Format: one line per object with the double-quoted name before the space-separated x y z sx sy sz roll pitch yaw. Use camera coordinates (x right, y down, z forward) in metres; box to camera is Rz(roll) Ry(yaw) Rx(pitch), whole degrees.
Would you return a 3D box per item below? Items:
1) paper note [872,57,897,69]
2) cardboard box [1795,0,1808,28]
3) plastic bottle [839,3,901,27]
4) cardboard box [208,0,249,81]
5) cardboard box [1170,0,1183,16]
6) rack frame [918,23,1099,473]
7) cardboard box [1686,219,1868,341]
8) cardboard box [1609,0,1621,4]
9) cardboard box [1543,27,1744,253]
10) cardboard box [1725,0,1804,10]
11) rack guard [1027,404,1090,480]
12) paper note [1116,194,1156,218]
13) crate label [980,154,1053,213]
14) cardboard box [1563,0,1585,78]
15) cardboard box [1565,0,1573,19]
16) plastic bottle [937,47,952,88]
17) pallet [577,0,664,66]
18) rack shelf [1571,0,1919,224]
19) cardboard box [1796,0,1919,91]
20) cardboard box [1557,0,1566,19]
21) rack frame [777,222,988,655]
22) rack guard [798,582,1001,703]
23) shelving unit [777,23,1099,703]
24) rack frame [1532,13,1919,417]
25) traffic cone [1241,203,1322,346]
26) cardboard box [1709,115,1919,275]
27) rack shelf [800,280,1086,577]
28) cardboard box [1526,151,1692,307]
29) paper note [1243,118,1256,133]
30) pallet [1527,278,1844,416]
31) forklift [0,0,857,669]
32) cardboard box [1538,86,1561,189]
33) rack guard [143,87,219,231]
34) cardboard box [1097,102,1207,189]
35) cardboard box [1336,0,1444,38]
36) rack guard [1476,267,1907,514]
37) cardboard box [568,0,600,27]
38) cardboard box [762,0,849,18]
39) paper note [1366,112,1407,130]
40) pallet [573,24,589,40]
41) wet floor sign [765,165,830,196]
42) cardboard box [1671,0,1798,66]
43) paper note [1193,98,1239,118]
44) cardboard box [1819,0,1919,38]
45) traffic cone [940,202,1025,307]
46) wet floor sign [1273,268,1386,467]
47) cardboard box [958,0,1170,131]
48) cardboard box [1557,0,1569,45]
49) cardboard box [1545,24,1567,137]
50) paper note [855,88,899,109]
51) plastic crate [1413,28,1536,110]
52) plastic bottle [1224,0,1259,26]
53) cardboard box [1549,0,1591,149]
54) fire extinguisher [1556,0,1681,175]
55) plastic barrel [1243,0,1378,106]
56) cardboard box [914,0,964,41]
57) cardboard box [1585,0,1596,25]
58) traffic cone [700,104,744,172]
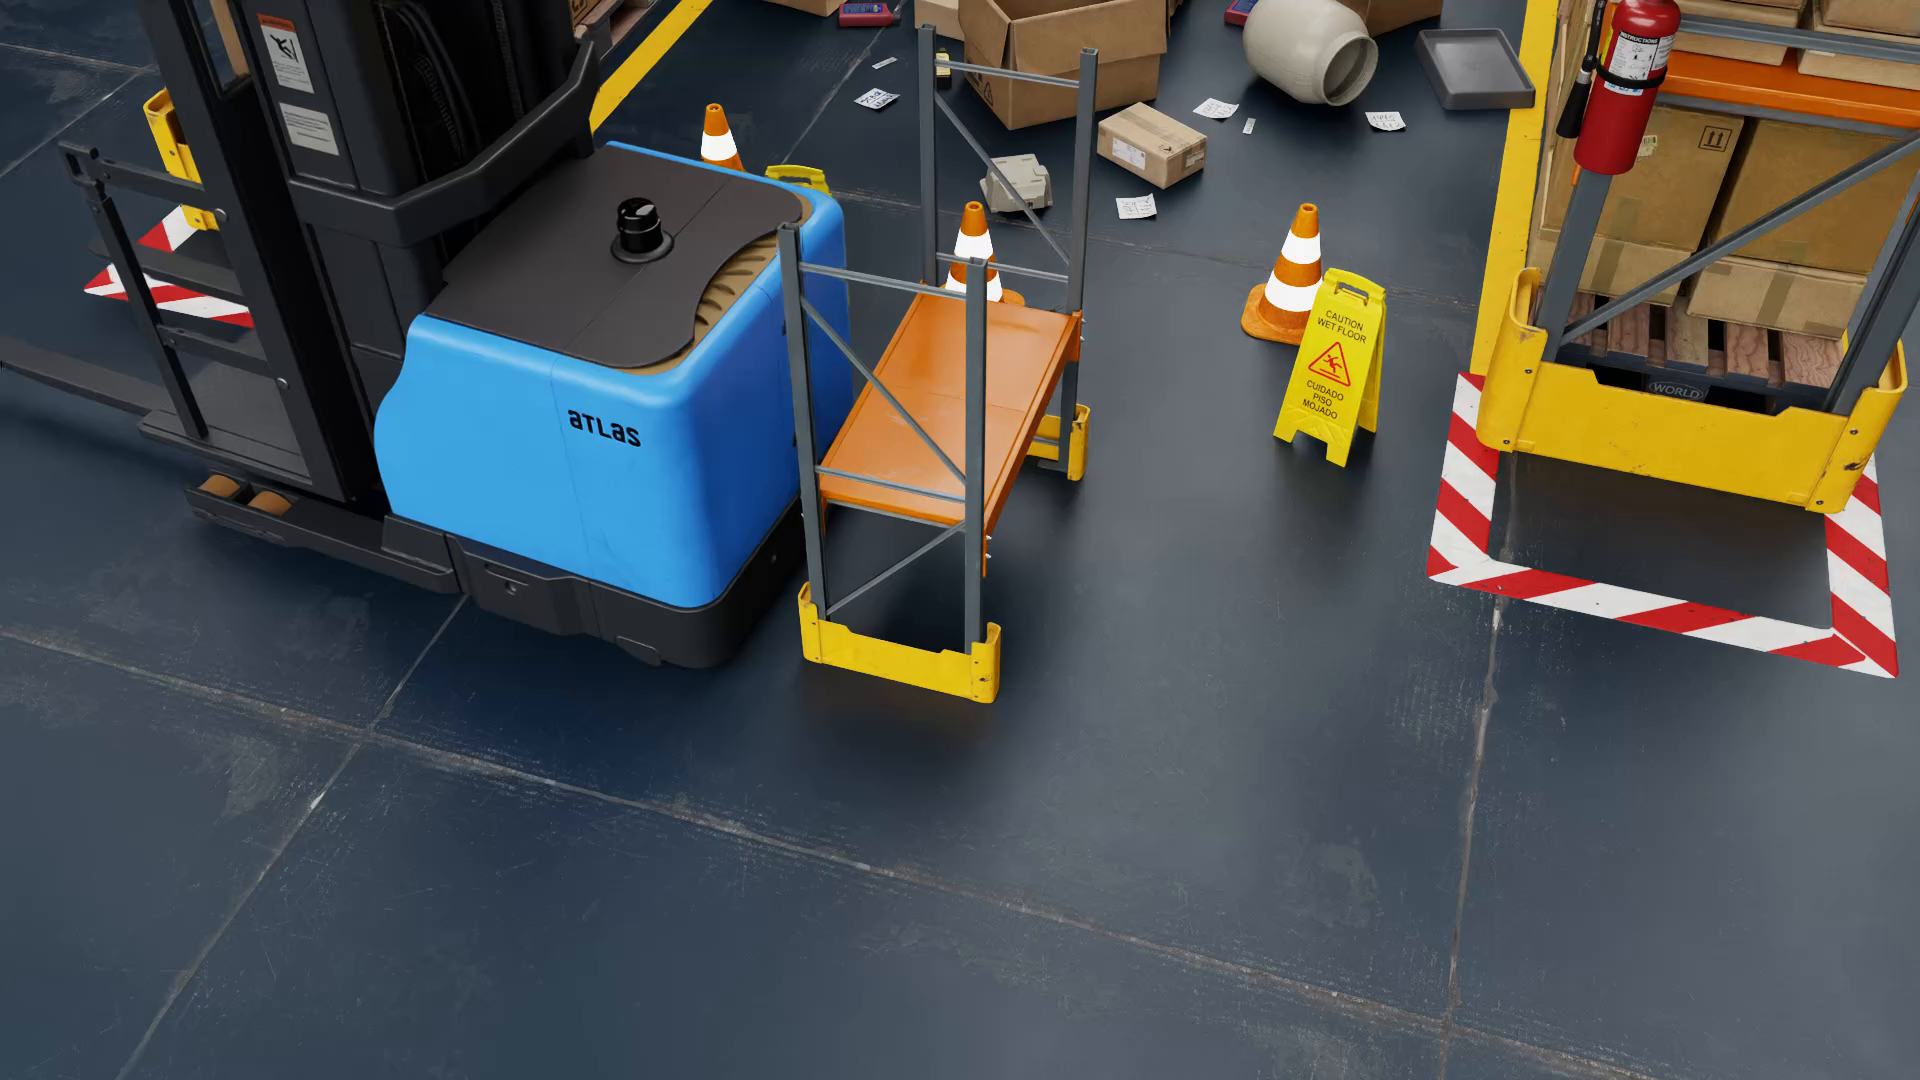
"paper note" -0.336 -2.128 7.418 0.123 0.001 0.032 -33 53 -29
"cardboard box" 2.673 -1.596 4.916 0.380 0.149 0.250 13 46 13
"plastic bottle" -0.415 -2.427 7.687 0.283 0.061 0.133 -2 44 -2
"cardboard box" -2.296 -2.169 6.541 0.875 0.875 0.875 13 46 13
"cardboard box" 0.705 -2.820 7.675 0.797 0.637 0.503 13 46 13
"rack frame" 0.128 -0.818 5.014 0.500 1.500 0.032 13 46 13
"cardboard box" 2.818 -0.978 5.770 0.500 0.250 0.500 12 46 12
"cardboard box" 2.191 -1.729 5.052 0.380 0.149 0.250 12 46 12
"cardboard box" 2.304 -1.356 5.621 0.500 0.500 0.500 13 46 13
"cardboard box" 2.212 -1.894 4.756 0.500 0.500 0.500 12 46 12
"rack guard" 0.128 -0.370 5.450 0.587 0.250 0.087 13 46 13
"paper note" 0.699 -1.322 6.579 0.148 0.019 0.142 -2 44 -2
"crate label" 0.229 -1.414 6.597 0.250 0.136 0.298 -9 45 -9
"cardboard box" 2.619 -2.040 6.319 0.500 0.500 0.500 12 46 12
"cardboard box" 2.776 -2.393 6.680 0.500 0.500 0.500 15 46 15
"plastic bottle" -0.108 -2.091 7.343 0.133 0.061 0.283 -2 44 -2
"pallet" -1.899 -2.676 7.834 1.003 0.211 1.213 13 46 13
"rack shelf" 2.916 -2.408 6.080 1.077 0.370 4.000 13 46 13
"cardboard box" 2.610 -1.424 4.741 0.380 0.149 0.250 13 46 13
"cardboard box" 2.935 -2.471 7.296 0.500 0.250 0.500 15 46 15
"rack frame" -0.180 -0.140 4.321 0.500 1.500 0.032 13 46 13
"rack guard" -0.174 0.293 4.771 0.587 0.250 0.087 13 46 13
"shelving unit" -0.023 -0.485 4.674 0.587 1.500 1.083 13 46 13
"rack frame" 2.310 -1.332 4.466 1.000 3.000 0.127 13 46 13
"traffic cone" 1.211 -0.985 5.925 0.336 0.463 0.334 13 46 13
"cardboard box" 2.825 -1.262 5.525 0.500 0.500 0.500 11 45 11
"rack shelf" -0.026 -0.351 4.793 0.538 0.185 1.000 13 46 13
"cardboard box" 2.306 -1.111 5.906 0.500 0.250 0.500 12 46 12
"paper note" 1.224 -1.752 7.033 0.032 0.001 0.123 13 46 13
"pallet" 2.613 -0.920 6.039 1.003 0.211 1.213 13 46 13
"forklift" -1.882 -1.358 4.542 3.031 2.935 1.130 17 47 16
"cardboard box" 2.463 -1.438 6.241 0.500 0.250 0.500 13 46 13
"rack guard" -2.445 -1.403 6.327 1.175 0.500 0.348 13 46 13
"cardboard box" 0.782 -1.614 6.793 0.250 0.149 0.380 -33 53 -29
"cardboard box" 1.900 -2.679 7.629 0.500 0.500 0.500 -24 49 -22
"rack guard" 2.333 -0.489 5.392 1.175 0.500 0.348 13 46 13
"cardboard box" -2.031 -2.756 7.141 0.875 0.875 0.875 12 46 12
"cardboard box" -0.719 -2.834 7.787 0.500 0.500 0.500 20 48 19
"paper note" 1.807 -1.784 7.051 0.142 0.019 0.148 -2 44 -2
"pallet" -2.270 -1.865 7.006 1.003 0.211 1.213 13 46 13
"wet floor sign" -0.560 -1.033 5.844 0.267 0.644 0.232 5 45 5
"cardboard box" 2.220 -1.536 4.855 0.380 0.149 0.250 14 46 14
"paper note" 1.100 -1.852 7.129 0.148 0.019 0.142 28 51 26
"cardboard box" 2.718 -1.731 4.590 0.500 0.500 0.500 12 46 12
"traffic cone" 0.050 -0.993 5.934 0.336 0.463 0.334 13 46 13
"wet floor sign" 1.233 -0.590 5.392 0.267 0.644 0.232 28 51 26
"cardboard box" 0.429 -2.146 7.084 0.797 0.503 0.637 -16 47 -16
"cardboard box" 2.777 -2.117 6.934 0.500 0.250 0.500 12 46 12
"cardboard box" 2.616 -1.788 6.599 0.500 0.250 0.500 11 45 11
"paper note" -0.358 -1.909 7.180 0.144 0.017 0.142 28 51 26
"plastic crate" 2.265 -2.081 7.320 0.402 0.080 0.583 -2 44 -2
"plastic bottle" 1.343 -2.485 7.745 0.133 0.061 0.283 20 48 19
"cardboard box" 2.459 -1.705 5.977 0.500 0.500 0.500 14 46 14
"fire extinguisher" 1.836 -1.325 4.515 0.296 0.674 0.183 13 46 13
"plastic barrel" 1.493 -2.108 7.102 0.421 0.421 0.512 -24 49 -22
"cardboard box" 0.008 -2.466 7.580 0.396 0.266 0.258 20 48 19
"cardboard box" 2.352 -1.847 5.658 0.380 0.149 0.250 14 46 14
"traffic cone" -0.924 -1.459 6.410 0.336 0.463 0.334 13 46 13
